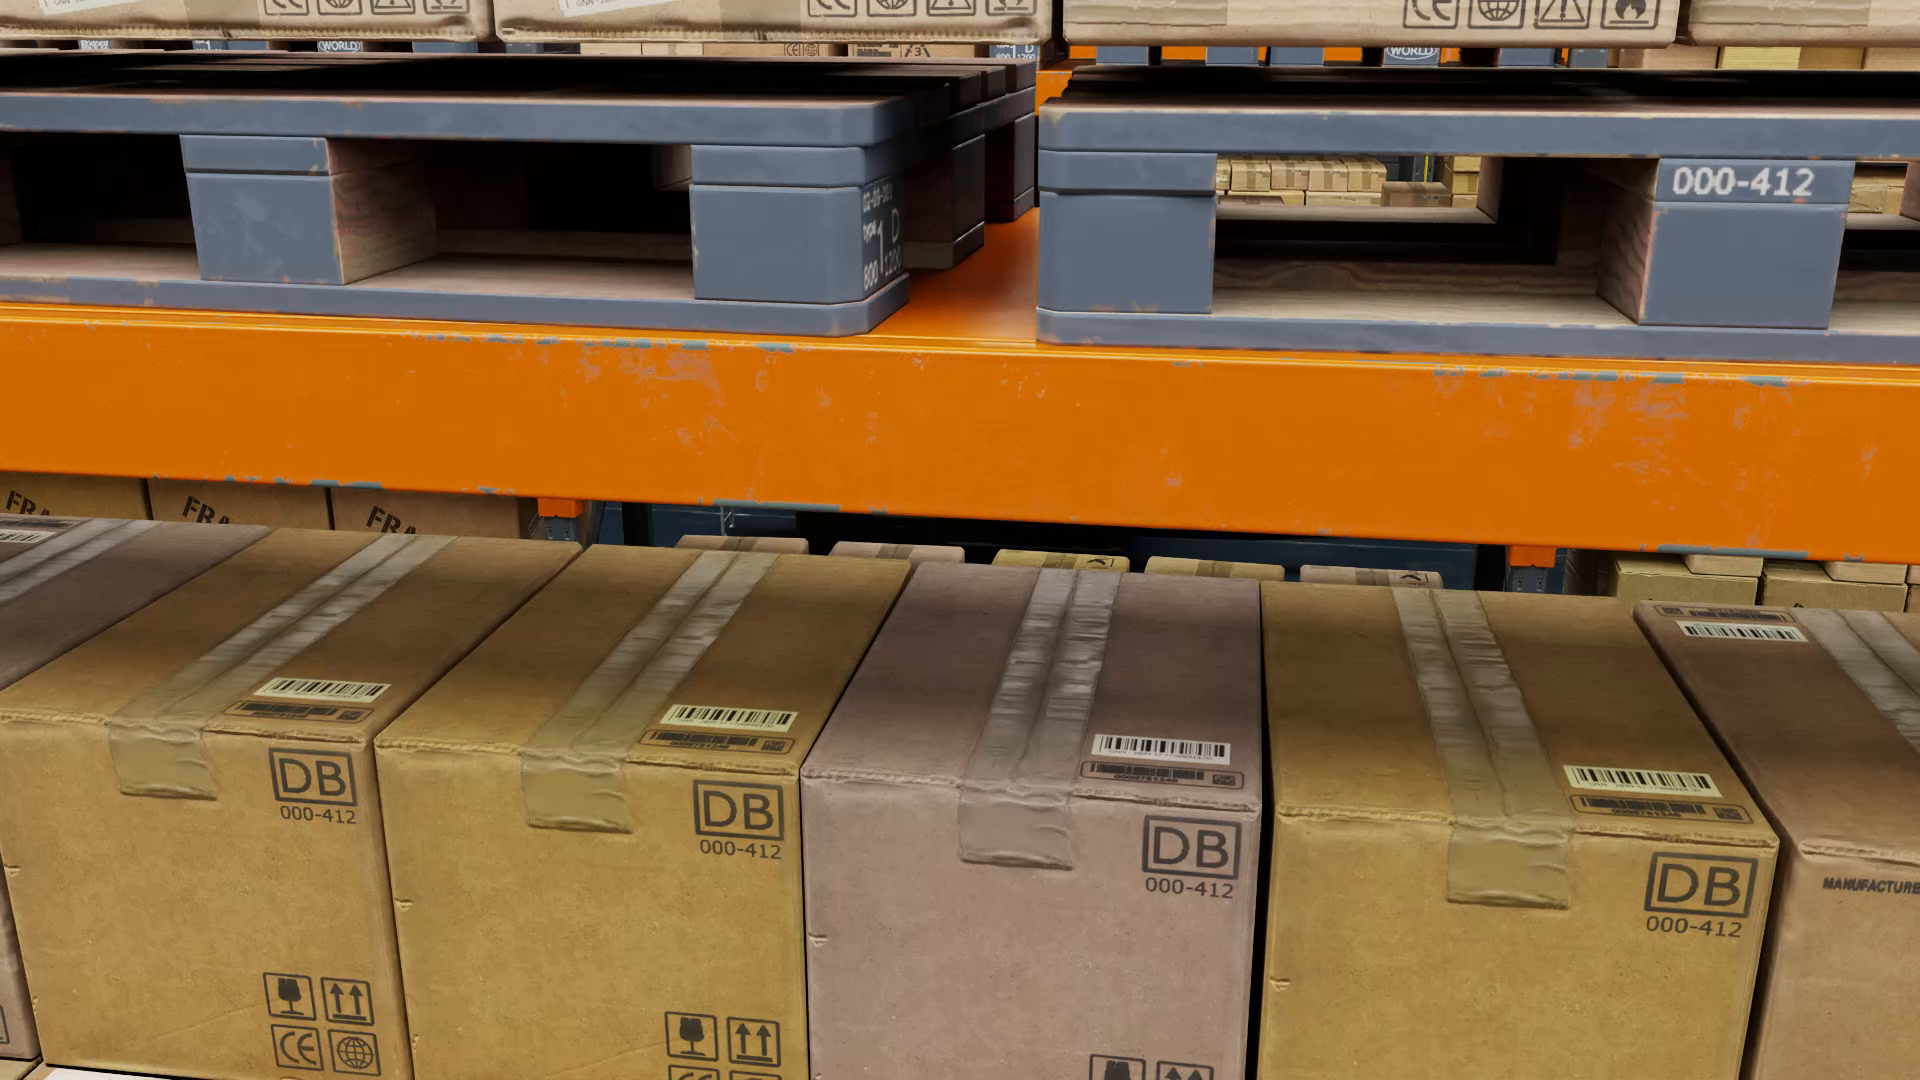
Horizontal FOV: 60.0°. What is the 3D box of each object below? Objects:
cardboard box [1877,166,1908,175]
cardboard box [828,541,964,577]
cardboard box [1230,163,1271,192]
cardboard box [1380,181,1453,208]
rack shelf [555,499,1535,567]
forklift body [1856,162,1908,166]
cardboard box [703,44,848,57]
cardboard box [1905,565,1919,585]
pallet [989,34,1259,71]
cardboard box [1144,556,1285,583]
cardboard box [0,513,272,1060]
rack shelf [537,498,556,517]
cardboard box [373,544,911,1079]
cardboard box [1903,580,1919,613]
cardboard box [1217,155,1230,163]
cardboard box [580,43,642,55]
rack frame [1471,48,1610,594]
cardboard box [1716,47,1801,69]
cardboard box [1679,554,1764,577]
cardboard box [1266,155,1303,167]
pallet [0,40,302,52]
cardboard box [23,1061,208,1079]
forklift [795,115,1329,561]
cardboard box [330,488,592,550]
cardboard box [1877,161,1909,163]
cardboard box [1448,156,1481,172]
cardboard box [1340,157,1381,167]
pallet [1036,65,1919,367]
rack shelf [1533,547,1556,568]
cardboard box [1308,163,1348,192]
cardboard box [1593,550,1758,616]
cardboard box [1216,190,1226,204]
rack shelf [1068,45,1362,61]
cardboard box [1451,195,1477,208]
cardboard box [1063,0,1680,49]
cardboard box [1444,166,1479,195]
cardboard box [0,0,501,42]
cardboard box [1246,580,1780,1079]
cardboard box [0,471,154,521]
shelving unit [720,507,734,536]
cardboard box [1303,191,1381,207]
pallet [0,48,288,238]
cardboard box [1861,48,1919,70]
[{"bbox_3d":[3.704,-1.078,6.097,0.500,0.500,0.700,3,19,7],"label":"cardboard box"},{"bbox_3d":[-0.352,0.340,7.540,0.625,0.372,0.950,3,19,8],"label":"cardboard box"},{"bbox_3d":[1.951,-2.438,11.182,0.250,0.149,0.380,2,19,7],"label":"cardboard box"},{"bbox_3d":[1.903,-1.402,6.955,0.250,0.149,0.380,3,19,8],"label":"cardboard box"},{"bbox_3d":[0.337,-0.332,7.201,4.000,0.370,1.077,3,19,9],"label":"rack shelf"},{"bbox_3d":[4.883,-1.047,9.544,1.214,2.155,2.313,3,19,9],"label":"forklift body"},{"bbox_3d":[-0.704,-2.193,6.744,0.500,0.500,0.700,3,19,9],"label":"cardboard box"},{"bbox_3d":[3.739,0.047,6.404,0.250,0.149,0.380,4,19,12],"label":"cardboard box"},{"bbox_3d":[0.694,-2.021,6.685,1.003,0.211,1.213,3,19,9],"label":"pallet"},{"bbox_3d":[1.083,0.414,7.318,0.625,0.372,0.950,4,19,12],"label":"cardboard box"},{"bbox_3d":[-1.382,0.312,2.411,0.500,0.500,0.700,3,19,8],"label":"cardboard box"},{"bbox_3d":[-3.613,-0.533,7.802,4.000,0.370,1.077,3,19,9],"label":"rack shelf"},{"bbox_3d":[-0.371,0.362,2.260,0.500,0.500,0.700,3,19,8],"label":"cardboard box"},{"bbox_3d":[3.893,0.341,6.546,0.500,0.500,0.500,4,19,12],"label":"cardboard box"},{"bbox_3d":[1.782,-2.637,11.777,0.250,0.149,0.380,3,19,9],"label":"cardboard box"},{"bbox_3d":[-1.354,-2.008,6.745,0.250,0.149,0.380,3,19,9],"label":"cardboard box"},{"bbox_3d":[2.311,-0.572,6.786,0.127,3.000,1.000,3,19,9],"label":"rack frame"},{"bbox_3d":[2.829,-1.752,5.979,0.250,0.149,0.380,3,19,9],"label":"cardboard box"},{"bbox_3d":[2.965,0.009,6.517,0.250,0.149,0.380,3,19,9],"label":"cardboard box"},{"bbox_3d":[2.279,-2.610,11.697,0.250,0.149,0.380,3,19,8],"label":"cardboard box"},{"bbox_3d":[-3.387,-2.178,7.154,1.213,0.211,1.003,4,19,11],"label":"pallet"},{"bbox_3d":[-0.923,0.892,2.251,0.500,0.500,0.500,3,19,9],"label":"cardboard box"},{"bbox_3d":[0.621,-1.367,9.269,3.031,2.935,1.130,2,19,6],"label":"forklift"},{"bbox_3d":[-2.307,-0.026,7.840,0.875,0.875,0.875,3,19,8],"label":"cardboard box"},{"bbox_3d":[5.912,-2.417,10.652,0.250,0.149,0.380,3,19,9],"label":"cardboard box"},{"bbox_3d":[3.363,-2.515,10.942,0.250,0.149,0.380,3,19,10],"label":"cardboard box"},{"bbox_3d":[2.782,-2.567,11.569,0.250,0.149,0.380,2,19,7],"label":"cardboard box"},{"bbox_3d":[0.713,-0.379,1.782,1.217,0.209,0.805,2,19,6],"label":"pallet"},{"bbox_3d":[4.286,-0.130,6.599,4.000,0.370,1.077,3,19,9],"label":"rack shelf"},{"bbox_3d":[2.465,-2.437,11.181,0.250,0.149,0.380,3,19,8],"label":"cardboard box"},{"bbox_3d":[2.851,0.291,6.695,0.500,0.500,0.500,4,19,11],"label":"cardboard box"},{"bbox_3d":[1.557,-2.289,11.366,0.500,0.250,0.500,3,19,10],"label":"cardboard box"},{"bbox_3d":[1.120,-3.309,11.373,4.000,0.370,1.077,3,19,9],"label":"rack shelf"},{"bbox_3d":[3.492,-2.071,11.107,0.500,0.500,0.500,2,19,7],"label":"cardboard box"},{"bbox_3d":[0.372,-0.607,1.581,0.500,0.250,0.500,3,19,8],"label":"cardboard box"},{"bbox_3d":[3.368,-2.384,11.021,0.250,0.149,0.380,3,19,8],"label":"cardboard box"},{"bbox_3d":[-0.642,-0.688,1.726,0.500,0.311,0.500,3,19,8],"label":"cardboard box"},{"bbox_3d":[0.627,0.414,2.106,0.500,0.500,0.700,3,19,8],"label":"cardboard box"},{"bbox_3d":[-4.069,-0.117,8.113,0.875,0.875,0.875,3,19,10],"label":"cardboard box"},{"bbox_3d":[-1.148,-0.612,9.741,0.503,1.200,0.258,2,19,6],"label":"shelving unit"},{"bbox_3d":[2.570,-2.238,11.213,0.500,0.250,0.500,3,19,7],"label":"cardboard box"},{"bbox_3d":[-1.679,-0.535,2.244,1.003,0.211,1.213,4,19,11],"label":"pallet"},{"bbox_3d":[3.333,-1.749,5.973,0.250,0.149,0.380,3,19,10],"label":"cardboard box"}]
